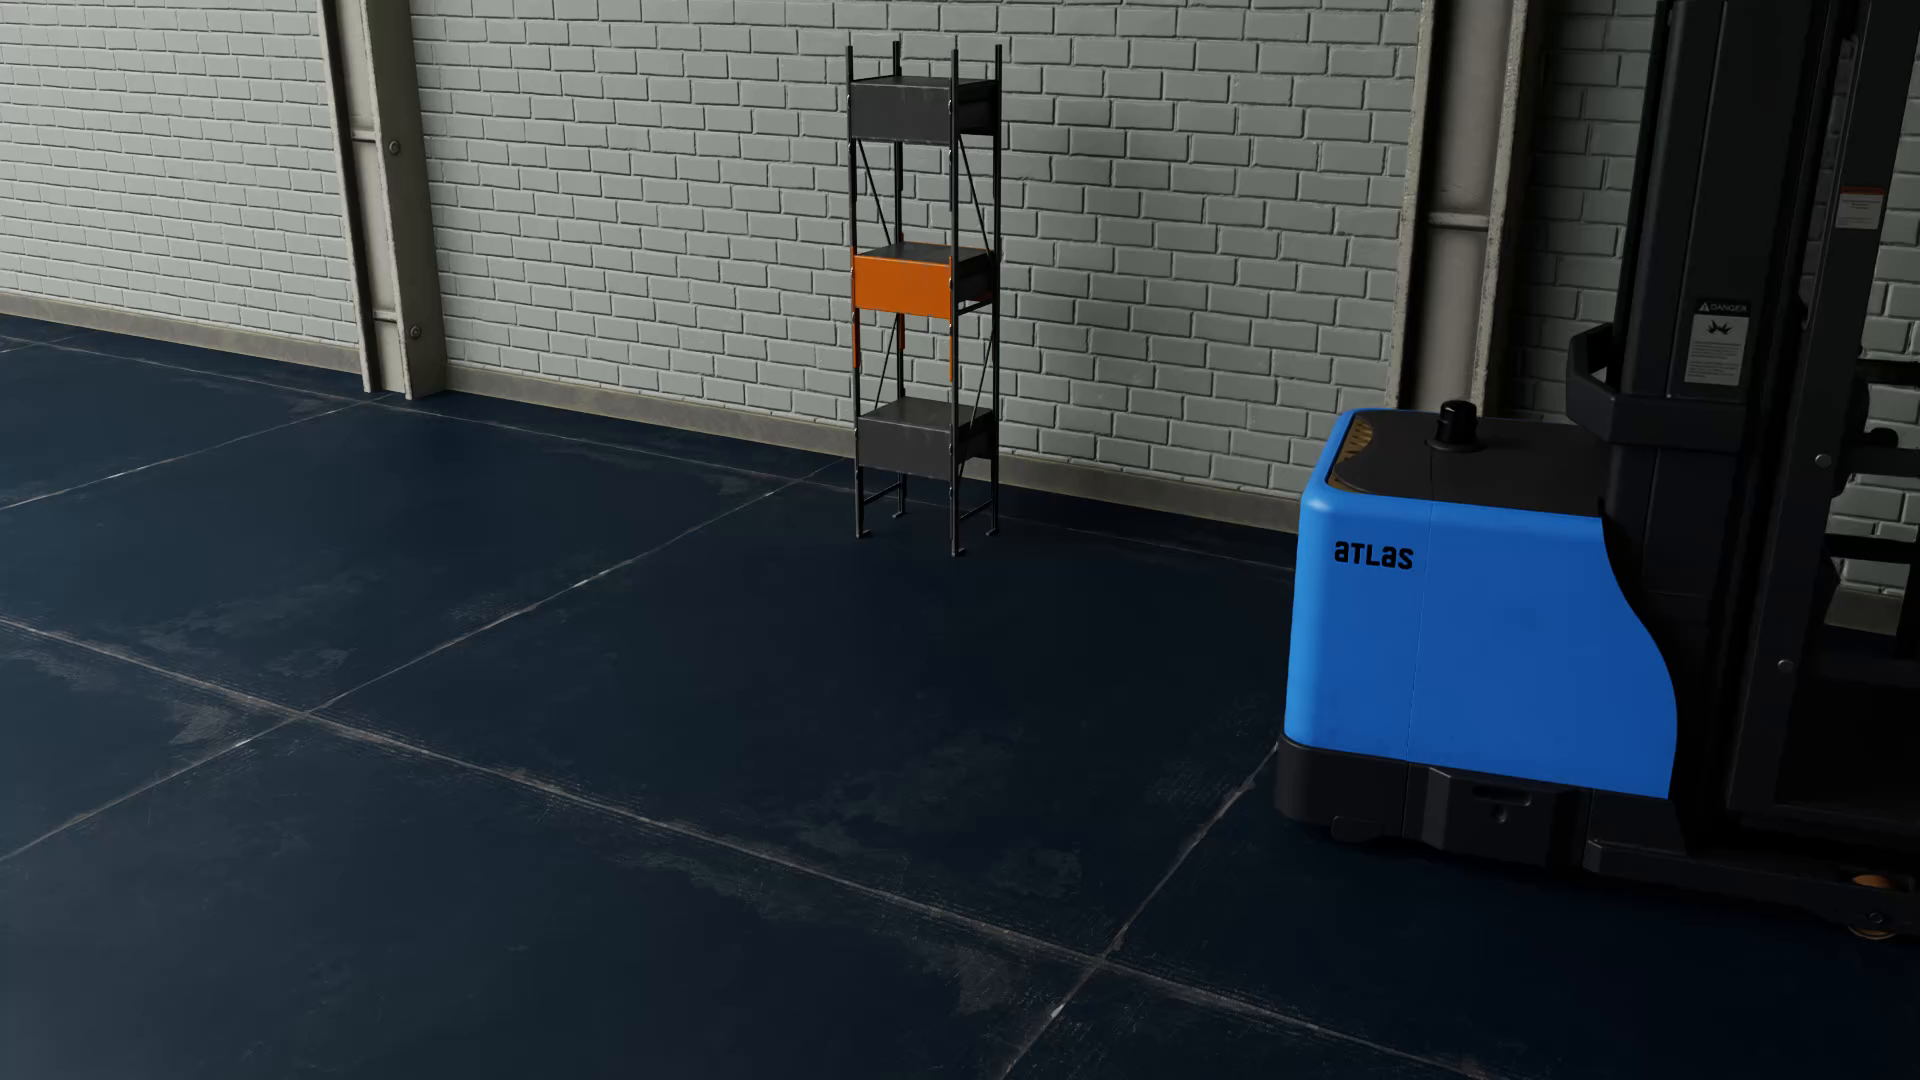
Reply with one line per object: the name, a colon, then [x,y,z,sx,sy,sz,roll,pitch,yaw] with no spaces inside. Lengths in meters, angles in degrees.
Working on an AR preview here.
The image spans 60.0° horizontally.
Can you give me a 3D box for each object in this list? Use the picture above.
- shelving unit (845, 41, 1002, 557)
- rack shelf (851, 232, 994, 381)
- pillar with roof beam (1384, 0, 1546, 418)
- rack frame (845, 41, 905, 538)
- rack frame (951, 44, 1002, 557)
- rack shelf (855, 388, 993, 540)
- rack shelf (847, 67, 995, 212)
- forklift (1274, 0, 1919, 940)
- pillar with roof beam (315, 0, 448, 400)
shelving unit: [-0.145,-1.015,7.083,0.503,2.100,0.431,11,23,27]
rack shelf: [-0.145,-1.002,7.088,0.480,0.518,0.431,11,23,27]
pillar with roof beam: [-0.121,-2.839,1.994,0.400,9.000,9.100,11,23,27]
rack frame: [-0.358,-1.055,7.195,0.015,2.100,0.400,11,23,27]
rack frame: [0.069,-0.974,6.971,0.015,2.100,0.400,11,23,27]
rack shelf: [-0.144,-0.344,7.326,0.480,0.518,0.431,11,23,27]
rack shelf: [-0.145,-1.660,6.849,0.480,0.518,0.431,11,23,27]
forklift: [2.514,-0.496,4.435,3.031,2.935,1.130,7,21,18]
pillar with roof beam: [-5.359,-3.836,4.745,0.400,9.000,9.100,11,23,27]
